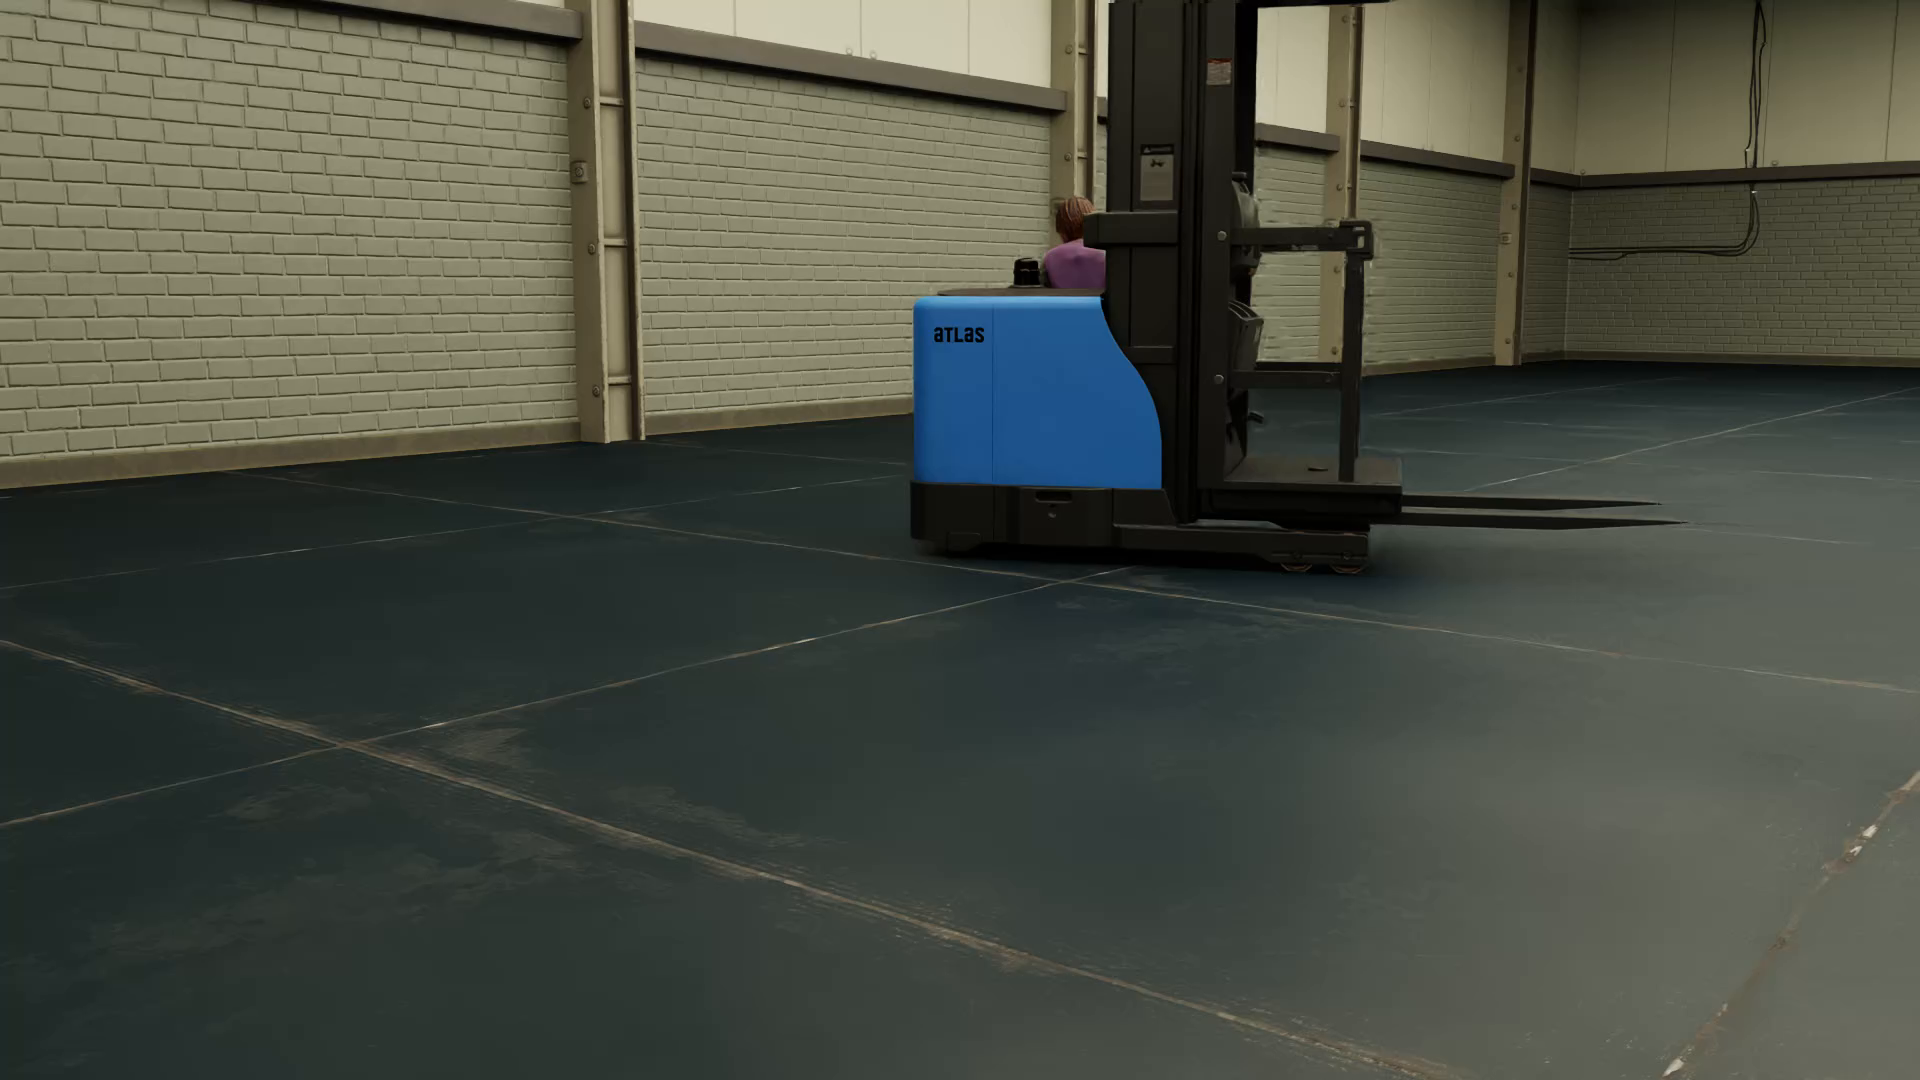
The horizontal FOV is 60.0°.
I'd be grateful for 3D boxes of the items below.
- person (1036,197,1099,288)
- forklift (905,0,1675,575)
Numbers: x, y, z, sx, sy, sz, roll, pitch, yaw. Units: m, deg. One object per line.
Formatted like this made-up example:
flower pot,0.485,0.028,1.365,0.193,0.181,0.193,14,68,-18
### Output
person,0.652,-0.861,8.164,0.619,1.571,0.823,2,8,11
forklift,1.343,-1.401,6.853,3.031,2.935,1.130,2,9,14
